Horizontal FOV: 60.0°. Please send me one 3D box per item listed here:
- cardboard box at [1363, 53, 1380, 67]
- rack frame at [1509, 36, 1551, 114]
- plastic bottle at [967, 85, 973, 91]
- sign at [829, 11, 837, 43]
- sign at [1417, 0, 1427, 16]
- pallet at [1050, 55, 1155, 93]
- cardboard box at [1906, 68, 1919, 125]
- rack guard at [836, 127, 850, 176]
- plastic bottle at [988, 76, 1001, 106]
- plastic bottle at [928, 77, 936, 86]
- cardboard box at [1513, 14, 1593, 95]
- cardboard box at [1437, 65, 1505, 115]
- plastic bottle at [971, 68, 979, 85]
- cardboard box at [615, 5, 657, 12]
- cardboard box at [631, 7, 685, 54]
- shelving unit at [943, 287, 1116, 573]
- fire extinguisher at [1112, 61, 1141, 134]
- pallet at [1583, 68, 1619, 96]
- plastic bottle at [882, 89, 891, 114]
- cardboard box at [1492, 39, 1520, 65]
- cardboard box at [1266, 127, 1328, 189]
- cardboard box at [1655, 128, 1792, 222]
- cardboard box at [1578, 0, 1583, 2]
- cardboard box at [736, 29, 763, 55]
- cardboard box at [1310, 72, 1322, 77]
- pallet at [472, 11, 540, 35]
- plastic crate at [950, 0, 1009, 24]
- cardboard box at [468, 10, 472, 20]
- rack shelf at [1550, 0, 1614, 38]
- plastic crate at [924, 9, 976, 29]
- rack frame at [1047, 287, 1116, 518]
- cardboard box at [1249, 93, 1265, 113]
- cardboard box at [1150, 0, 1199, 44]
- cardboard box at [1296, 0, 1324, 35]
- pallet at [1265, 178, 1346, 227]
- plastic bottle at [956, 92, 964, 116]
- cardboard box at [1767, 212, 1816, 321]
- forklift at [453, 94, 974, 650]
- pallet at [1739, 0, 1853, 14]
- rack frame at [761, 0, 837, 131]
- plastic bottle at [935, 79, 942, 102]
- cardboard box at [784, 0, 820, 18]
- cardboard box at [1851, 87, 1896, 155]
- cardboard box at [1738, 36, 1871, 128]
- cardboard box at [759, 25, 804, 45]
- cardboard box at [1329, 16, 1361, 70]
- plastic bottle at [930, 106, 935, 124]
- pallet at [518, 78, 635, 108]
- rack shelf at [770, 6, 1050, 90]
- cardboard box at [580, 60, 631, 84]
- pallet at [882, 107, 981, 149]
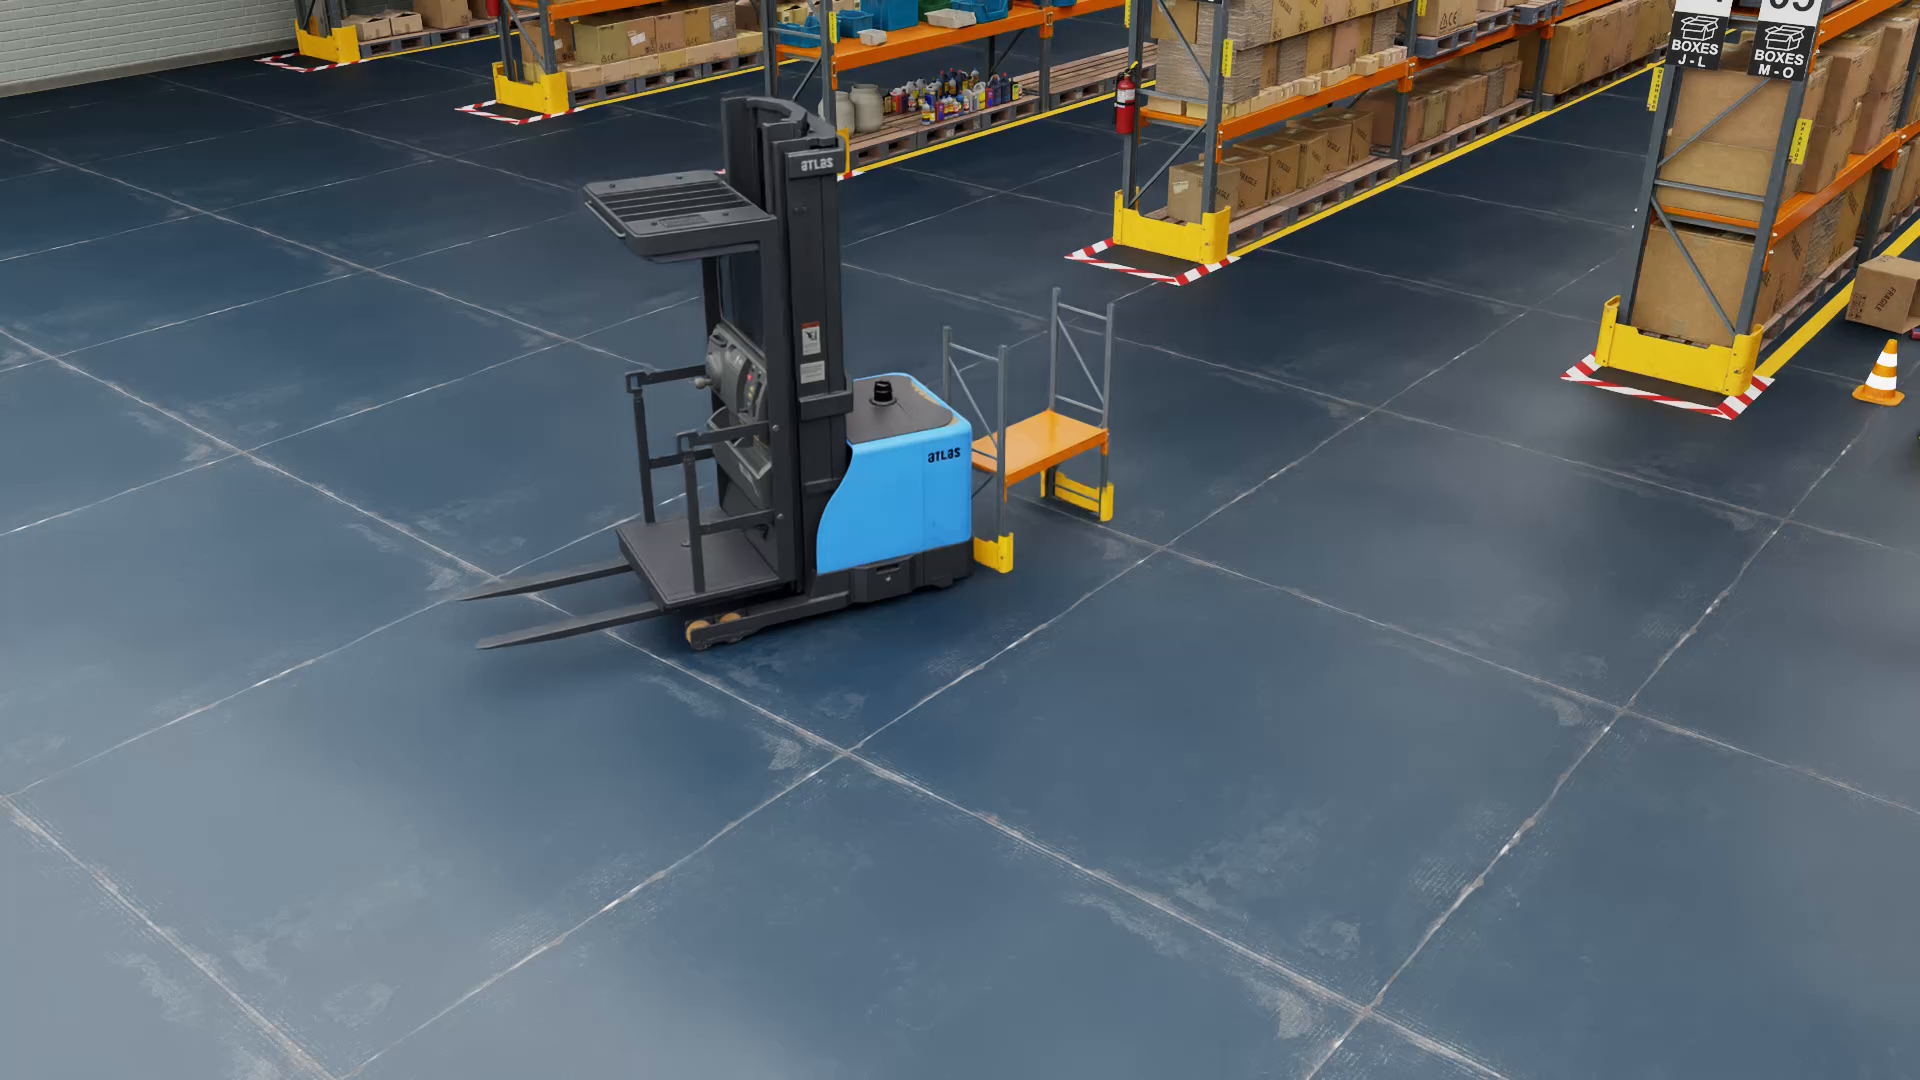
[{"bbox_3d":[4.279,-5.161,17.867,0.380,0.149,0.250,21,34,34],"label":"cardboard box"},{"bbox_3d":[7.105,-7.010,21.168,1.000,3.000,0.127,21,34,34],"label":"rack frame"},{"bbox_3d":[0.129,-5.554,20.831,0.061,0.283,0.133,21,34,34],"label":"plastic bottle"},{"bbox_3d":[-1.384,-5.582,18.106,0.100,0.325,0.005,21,34,34],"label":"sign"},{"bbox_3d":[4.984,-5.820,17.926,0.100,0.325,0.005,21,34,34],"label":"sign"},{"bbox_3d":[1.984,-6.525,23.265,1.003,0.211,1.213,21,34,34],"label":"pallet"},{"bbox_3d":[8.866,-4.259,15.741,0.500,0.500,0.500,21,34,35],"label":"cardboard box"},{"bbox_3d":[-1.794,-4.552,19.136,1.175,0.500,0.348,21,34,34],"label":"rack guard"},{"bbox_3d":[0.429,-5.678,20.997,0.144,0.351,0.185,19,33,32],"label":"plastic bottle"},{"bbox_3d":[-0.352,-5.750,21.210,0.061,0.283,0.133,23,35,37],"label":"plastic bottle"},{"bbox_3d":[7.560,-6.491,22.021,1.225,0.875,0.875,19,33,32],"label":"cardboard box"},{"bbox_3d":[6.351,-5.651,20.783,0.700,0.500,0.500,18,32,30],"label":"cardboard box"},{"bbox_3d":[0.198,-6.038,21.780,0.097,0.271,0.097,0,27,0],"label":"plastic bottle"},{"bbox_3d":[-4.570,-7.181,23.218,0.500,0.500,0.500,21,34,34],"label":"cardboard box"},{"bbox_3d":[-4.156,-7.025,22.916,0.500,0.500,0.500,21,34,34],"label":"cardboard box"},{"bbox_3d":[0.446,-0.727,10.655,0.587,1.500,1.083,24,36,38],"label":"shelving unit"},{"bbox_3d":[1.588,-4.233,15.885,0.296,0.674,0.183,21,34,34],"label":"fire extinguisher"},{"bbox_3d":[8.441,-6.460,23.139,1.003,0.211,1.213,21,34,34],"label":"pallet"},{"bbox_3d":[-0.915,-5.436,20.603,0.061,0.283,0.133,22,34,36],"label":"plastic bottle"},{"bbox_3d":[6.702,-6.182,20.993,0.500,0.250,0.500,22,35,36],"label":"cardboard box"},{"bbox_3d":[3.583,-4.090,17.786,0.500,0.500,0.500,17,32,30],"label":"cardboard box"},{"bbox_3d":[5.980,-2.900,13.059,0.875,0.550,0.550,21,34,34],"label":"cardboard box"},{"bbox_3d":[7.950,-7.331,21.679,0.500,0.500,0.500,20,33,33],"label":"cardboard box"},{"bbox_3d":[-3.207,-7.225,24.120,0.500,0.250,0.500,21,34,34],"label":"cardboard box"},{"bbox_3d":[3.467,-4.724,17.023,0.380,0.149,0.250,21,34,34],"label":"cardboard box"},{"bbox_3d":[-7.306,-8.448,26.982,1.003,0.211,1.213,21,34,34],"label":"pallet"},{"bbox_3d":[0.244,-6.502,20.347,0.499,0.251,0.616,21,34,34],"label":"plastic crate"},{"bbox_3d":[-7.939,-8.303,26.291,0.380,0.149,0.250,18,32,30],"label":"cardboard box"},{"bbox_3d":[8.377,-7.400,22.704,1.077,0.370,4.000,21,34,34],"label":"rack shelf"},{"bbox_3d":[-0.099,-6.273,20.029,0.530,0.136,0.437,21,34,34],"label":"plastic crate"},{"bbox_3d":[0.792,-0.893,10.975,0.500,1.500,0.032,24,36,38],"label":"rack frame"},{"bbox_3d":[2.726,-4.261,16.127,0.380,0.149,0.250,21,34,34],"label":"cardboard box"},{"bbox_3d":[2.175,-5.061,15.881,0.500,0.500,0.500,21,34,34],"label":"cardboard box"},{"bbox_3d":[3.217,-5.263,16.269,0.500,0.500,0.500,21,34,34],"label":"cardboard box"},{"bbox_3d":[3.385,-3.670,17.747,1.003,0.211,1.213,21,34,34],"label":"pallet"},{"bbox_3d":[-0.001,-5.385,20.518,0.097,0.271,0.097,0,27,0],"label":"plastic bottle"},{"bbox_3d":[6.718,-2.503,14.312,0.875,0.875,0.875,20,34,34],"label":"cardboard box"},{"bbox_3d":[-1.470,-0.943,9.515,3.031,2.935,1.130,-13,30,-23],"label":"forklift"},{"bbox_3d":[6.243,-4.247,12.659,1.003,0.211,1.213,21,34,34],"label":"pallet"},{"bbox_3d":[-1.806,-5.621,18.483,1.000,3.000,0.127,21,34,34],"label":"rack frame"},{"bbox_3d":[-0.280,-5.728,21.180,0.097,0.271,0.097,0,27,0],"label":"plastic bottle"},{"bbox_3d":[-2.304,-7.952,24.915,0.500,0.311,0.500,20,34,34],"label":"cardboard box"},{"bbox_3d":[7.766,-3.837,14.871,0.875,0.550,0.550,21,34,34],"label":"cardboard box"},{"bbox_3d":[6.785,-3.735,13.500,0.875,0.550,0.550,21,34,34],"label":"cardboard box"},{"bbox_3d":[-2.633,-7.524,24.697,0.500,0.250,0.500,20,33,33],"label":"cardboard box"},{"bbox_3d":[3.641,-5.253,17.339,0.875,0.500,0.500,21,34,34],"label":"cardboard box"},{"bbox_3d":[-0.346,-5.162,20.163,0.097,0.201,0.097,0,27,0],"label":"plastic bottle"},{"bbox_3d":[-5.171,-6.115,22.473,1.003,0.211,1.213,21,34,34],"label":"pallet"},{"bbox_3d":[-0.533,-6.011,20.019,1.077,0.370,4.000,21,34,34],"label":"rack shelf"},{"bbox_3d":[-4.797,-6.339,22.406,0.500,0.250,0.500,21,34,34],"label":"cardboard box"},{"bbox_3d":[-0.496,-5.140,20.589,1.003,0.211,1.213,21,34,34],"label":"pallet"}]
